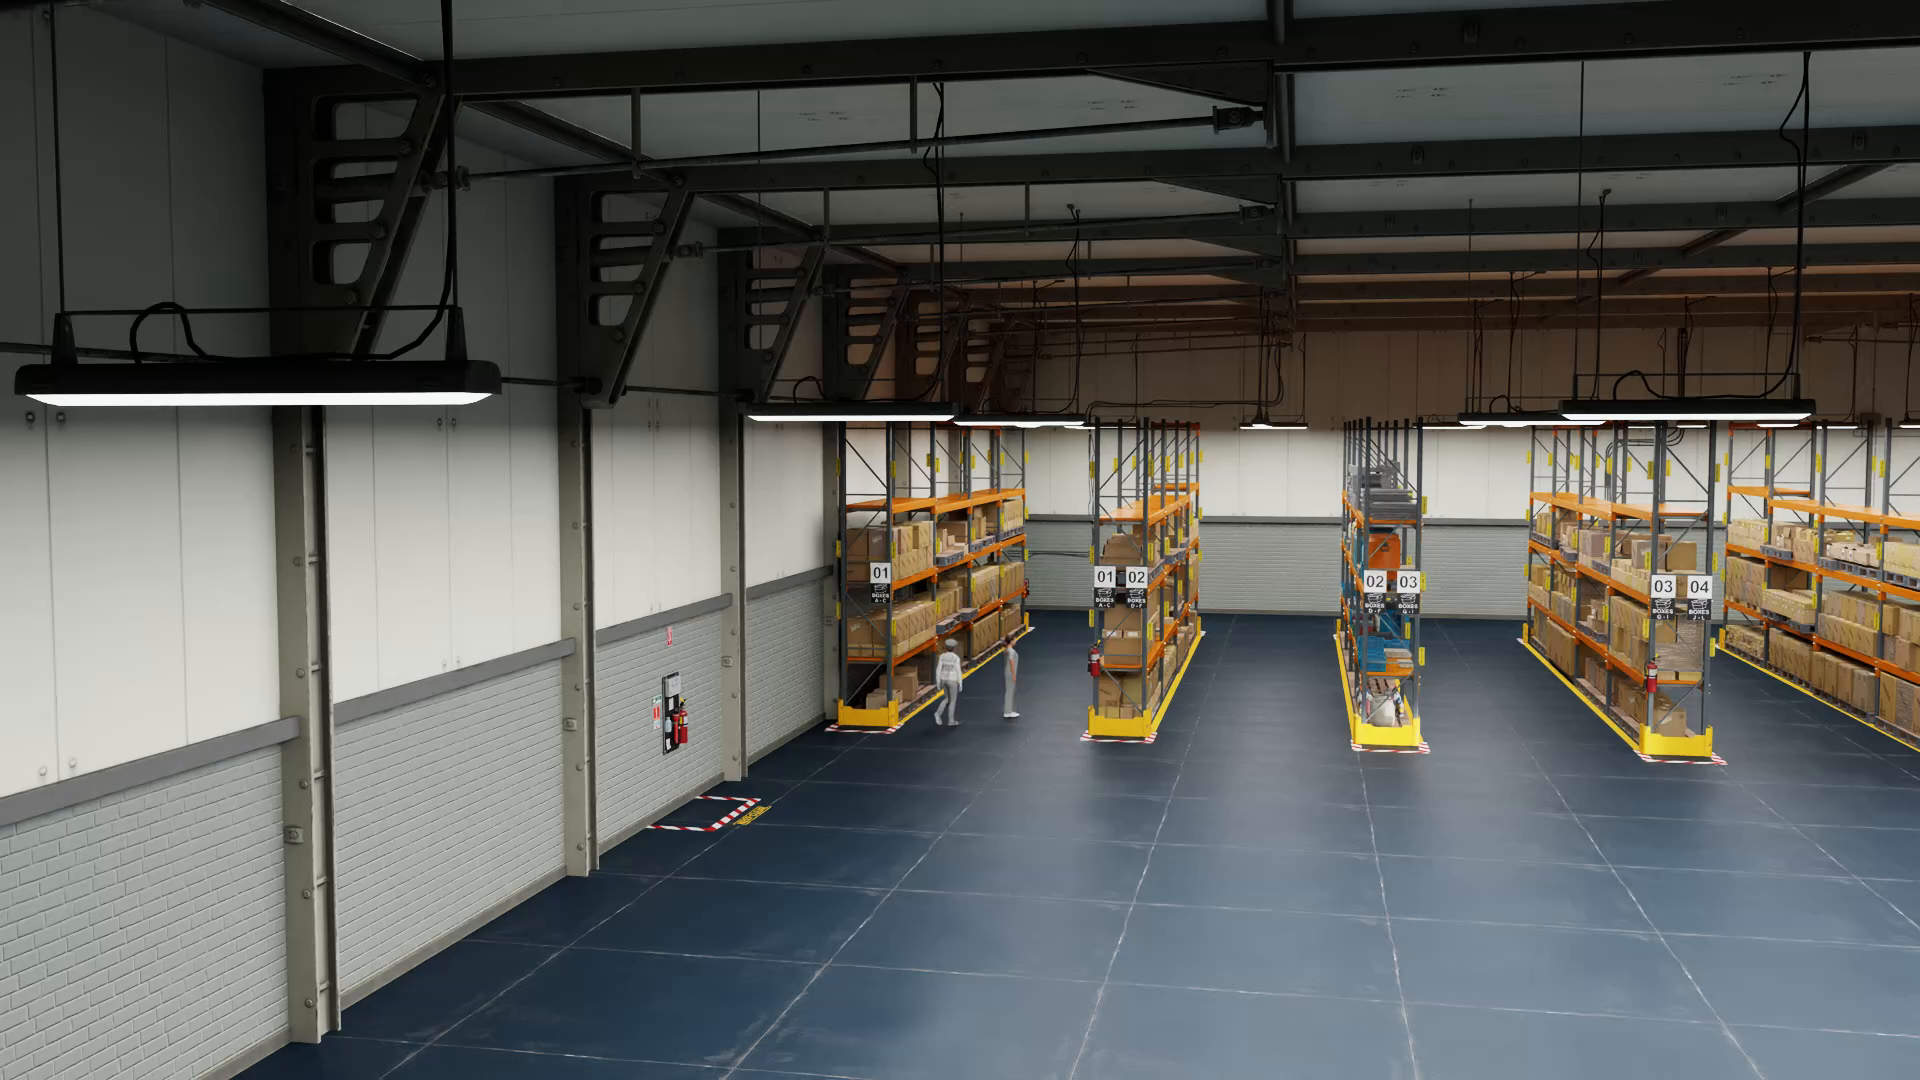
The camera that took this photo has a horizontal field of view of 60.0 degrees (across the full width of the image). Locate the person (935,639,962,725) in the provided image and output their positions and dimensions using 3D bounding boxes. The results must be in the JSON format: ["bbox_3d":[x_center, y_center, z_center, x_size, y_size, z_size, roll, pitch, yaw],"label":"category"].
[{"bbox_3d":[-0.219,2.771,32.345,0.493,1.682,0.451,4,5,44],"label":"person"}]

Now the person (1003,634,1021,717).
[{"bbox_3d":[1.063,2.736,33.443,0.429,1.709,0.502,-1,4,-9],"label":"person"}]
